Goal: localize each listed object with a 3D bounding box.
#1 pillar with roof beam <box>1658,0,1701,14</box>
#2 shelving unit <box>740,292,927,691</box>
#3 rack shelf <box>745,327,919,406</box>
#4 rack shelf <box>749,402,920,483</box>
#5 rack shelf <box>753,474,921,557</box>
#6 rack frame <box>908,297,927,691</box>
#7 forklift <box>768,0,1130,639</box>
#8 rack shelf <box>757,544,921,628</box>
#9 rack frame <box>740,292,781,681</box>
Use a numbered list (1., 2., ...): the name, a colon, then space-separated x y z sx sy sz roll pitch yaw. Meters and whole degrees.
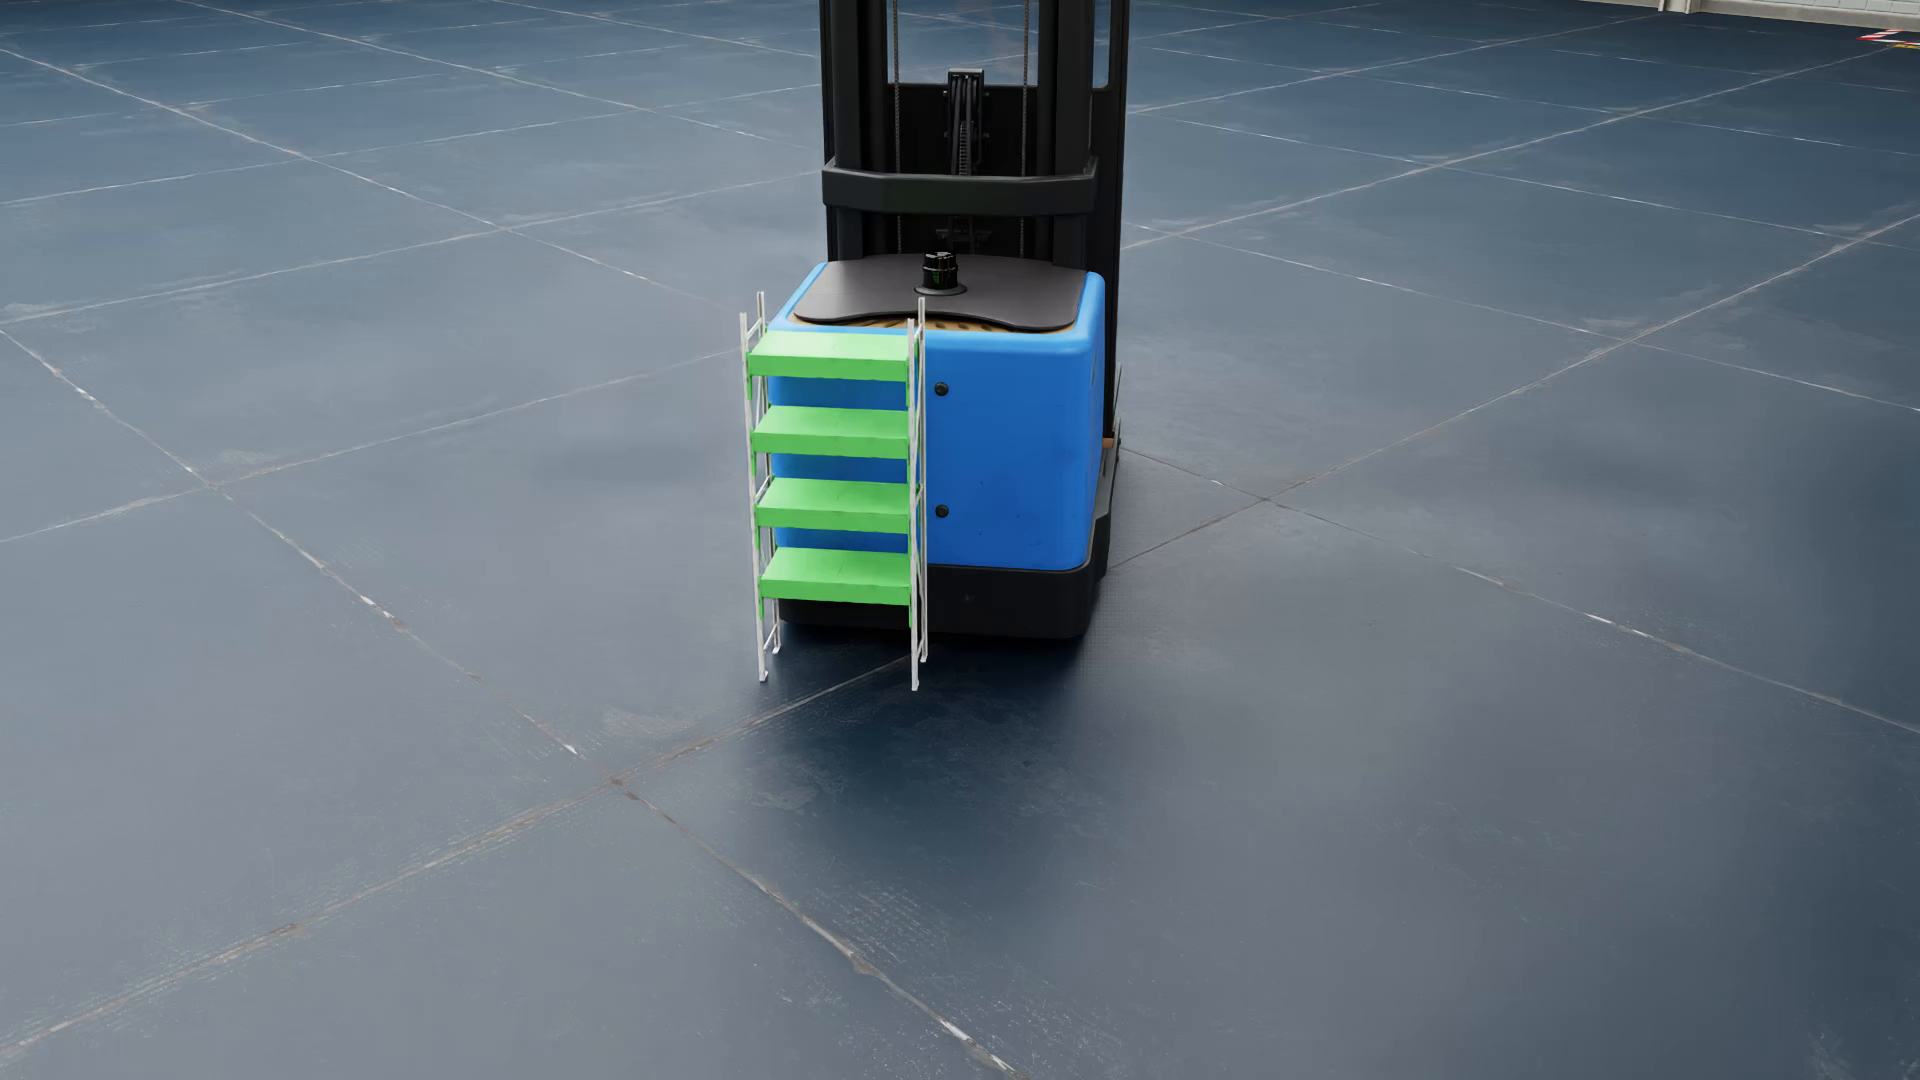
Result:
1. pillar with roof beam: 5.787 -9.442 16.104 9.100 9.000 0.400 -21 32 -38
2. shelving unit: -0.370 -0.137 5.101 0.503 1.200 0.258 3 24 6
3. rack shelf: -0.369 -0.517 4.932 0.480 0.148 0.258 3 24 6
4. rack shelf: -0.370 -0.298 5.030 0.480 0.148 0.258 3 24 6
5. rack shelf: -0.370 -0.078 5.127 0.480 0.148 0.258 3 24 6
6. rack frame: -0.128 -0.125 5.074 0.015 1.200 0.240 3 24 6
7. forklift: 0.082 -1.593 6.210 1.130 2.935 3.031 3 25 7
8. rack shelf: -0.370 0.141 5.225 0.480 0.148 0.258 3 24 6
9. rack frame: -0.612 -0.149 5.128 0.015 1.200 0.240 3 24 6
